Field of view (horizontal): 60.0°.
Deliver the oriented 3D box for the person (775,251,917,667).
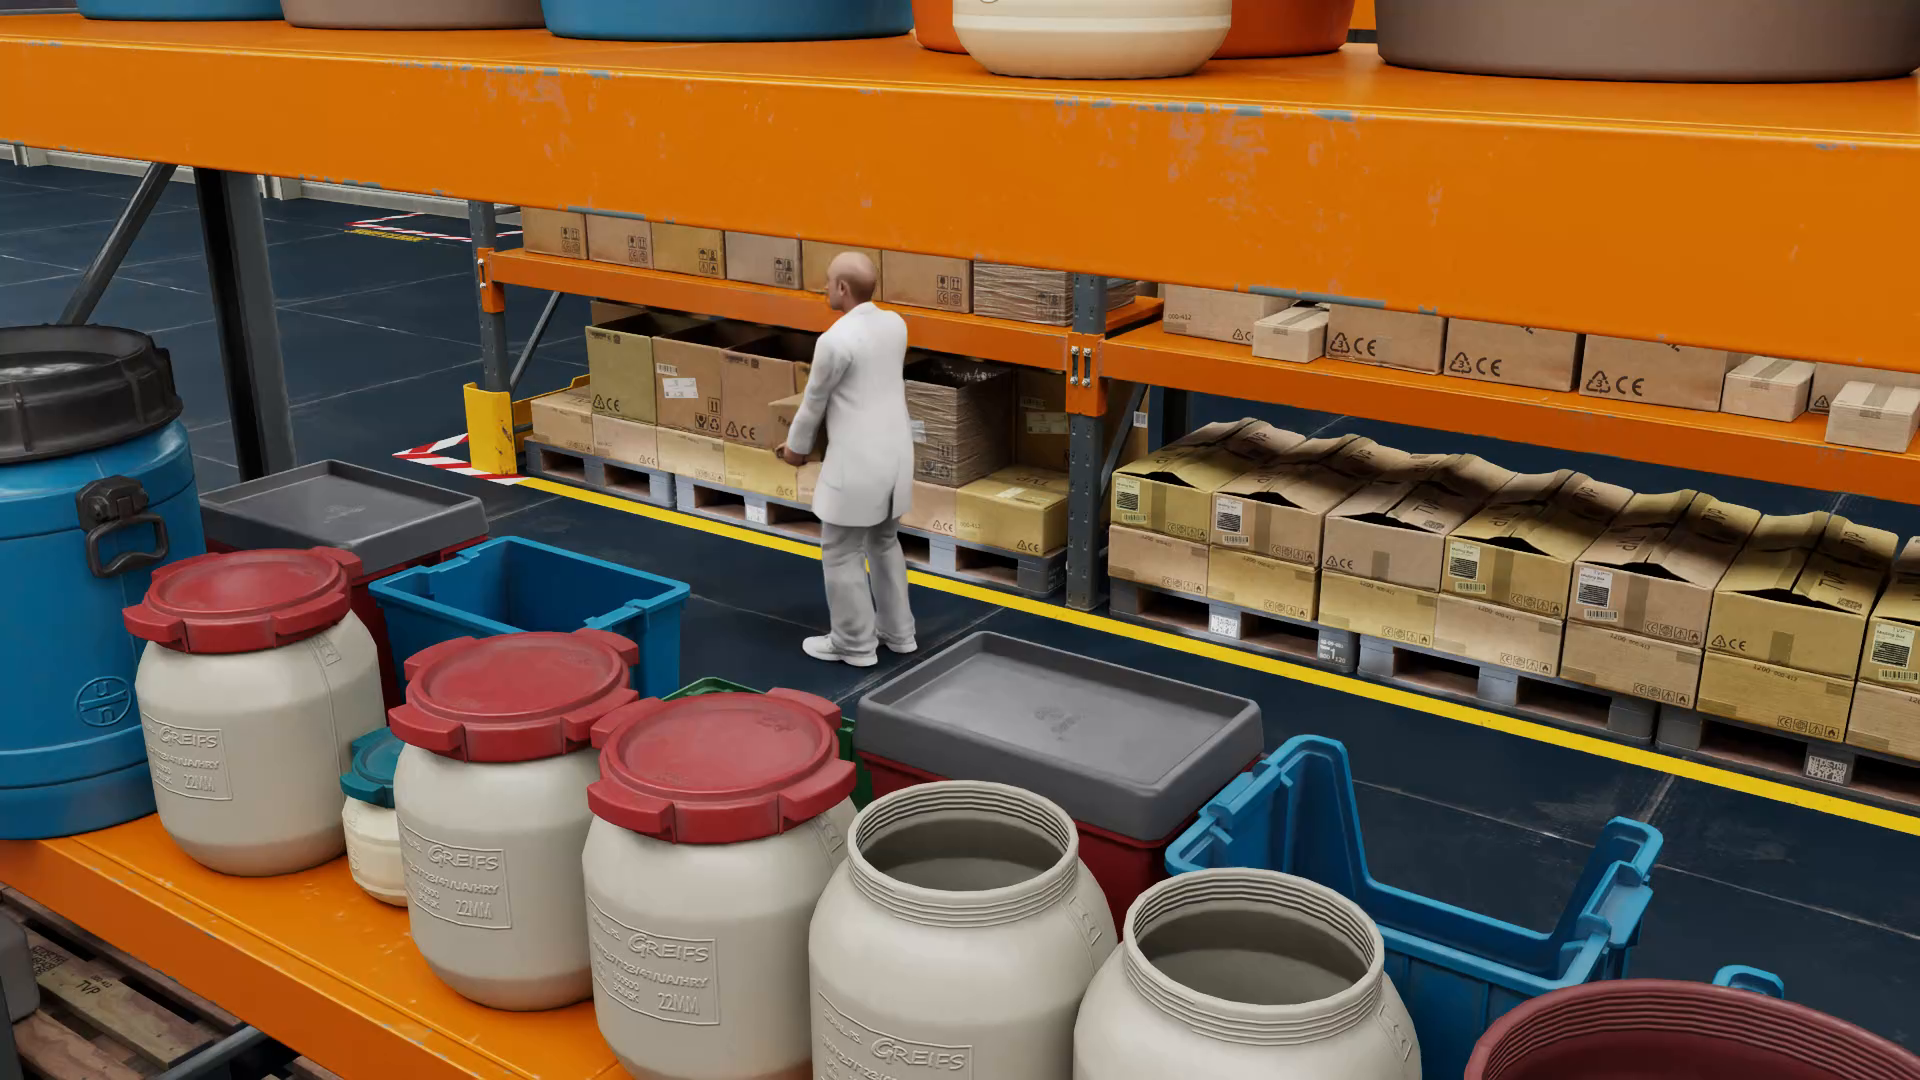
[{"bbox_3d":[-0.484,-0.338,7.083,0.568,1.761,0.528,13,23,32],"label":"person"}]
